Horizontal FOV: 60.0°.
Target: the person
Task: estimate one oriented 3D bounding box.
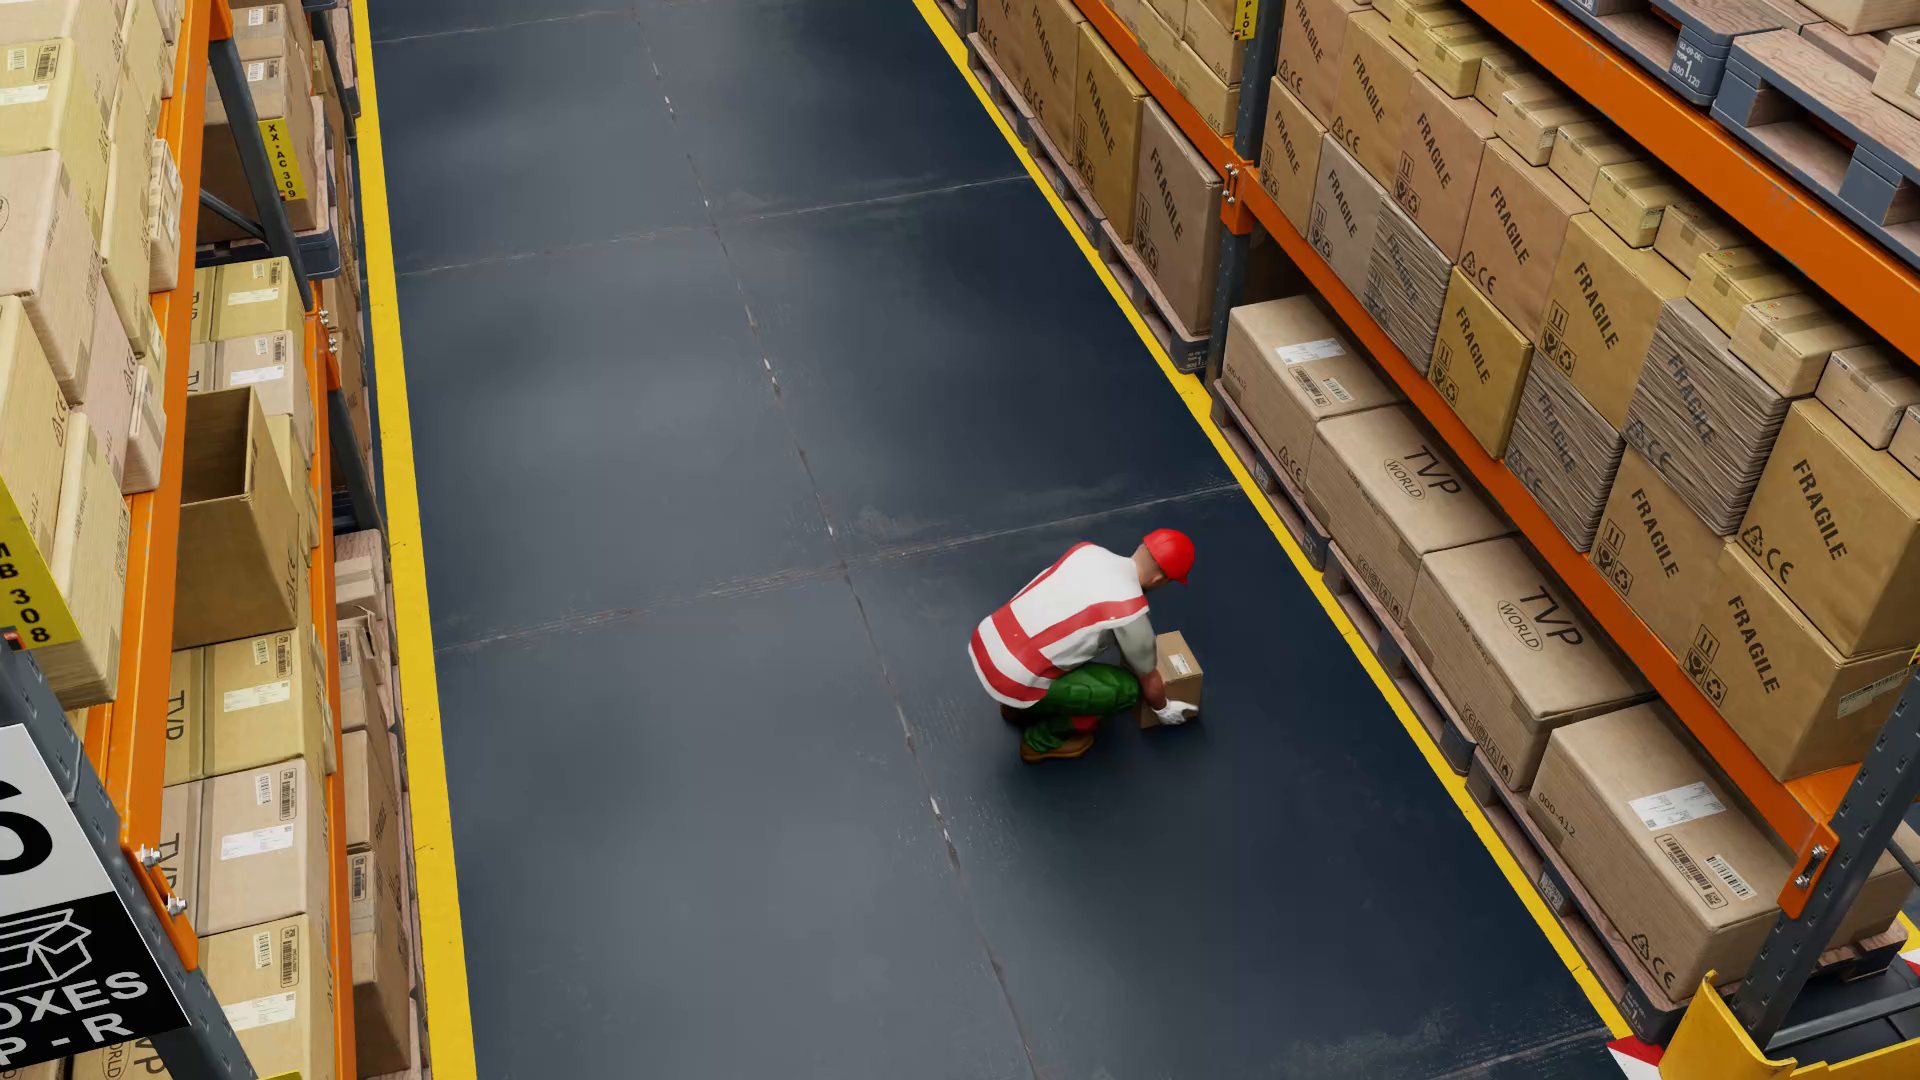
[{"bbox_3d":[0.403,0.058,6.078,0.561,1.785,0.495,-11,43,-12],"label":"person"}]
